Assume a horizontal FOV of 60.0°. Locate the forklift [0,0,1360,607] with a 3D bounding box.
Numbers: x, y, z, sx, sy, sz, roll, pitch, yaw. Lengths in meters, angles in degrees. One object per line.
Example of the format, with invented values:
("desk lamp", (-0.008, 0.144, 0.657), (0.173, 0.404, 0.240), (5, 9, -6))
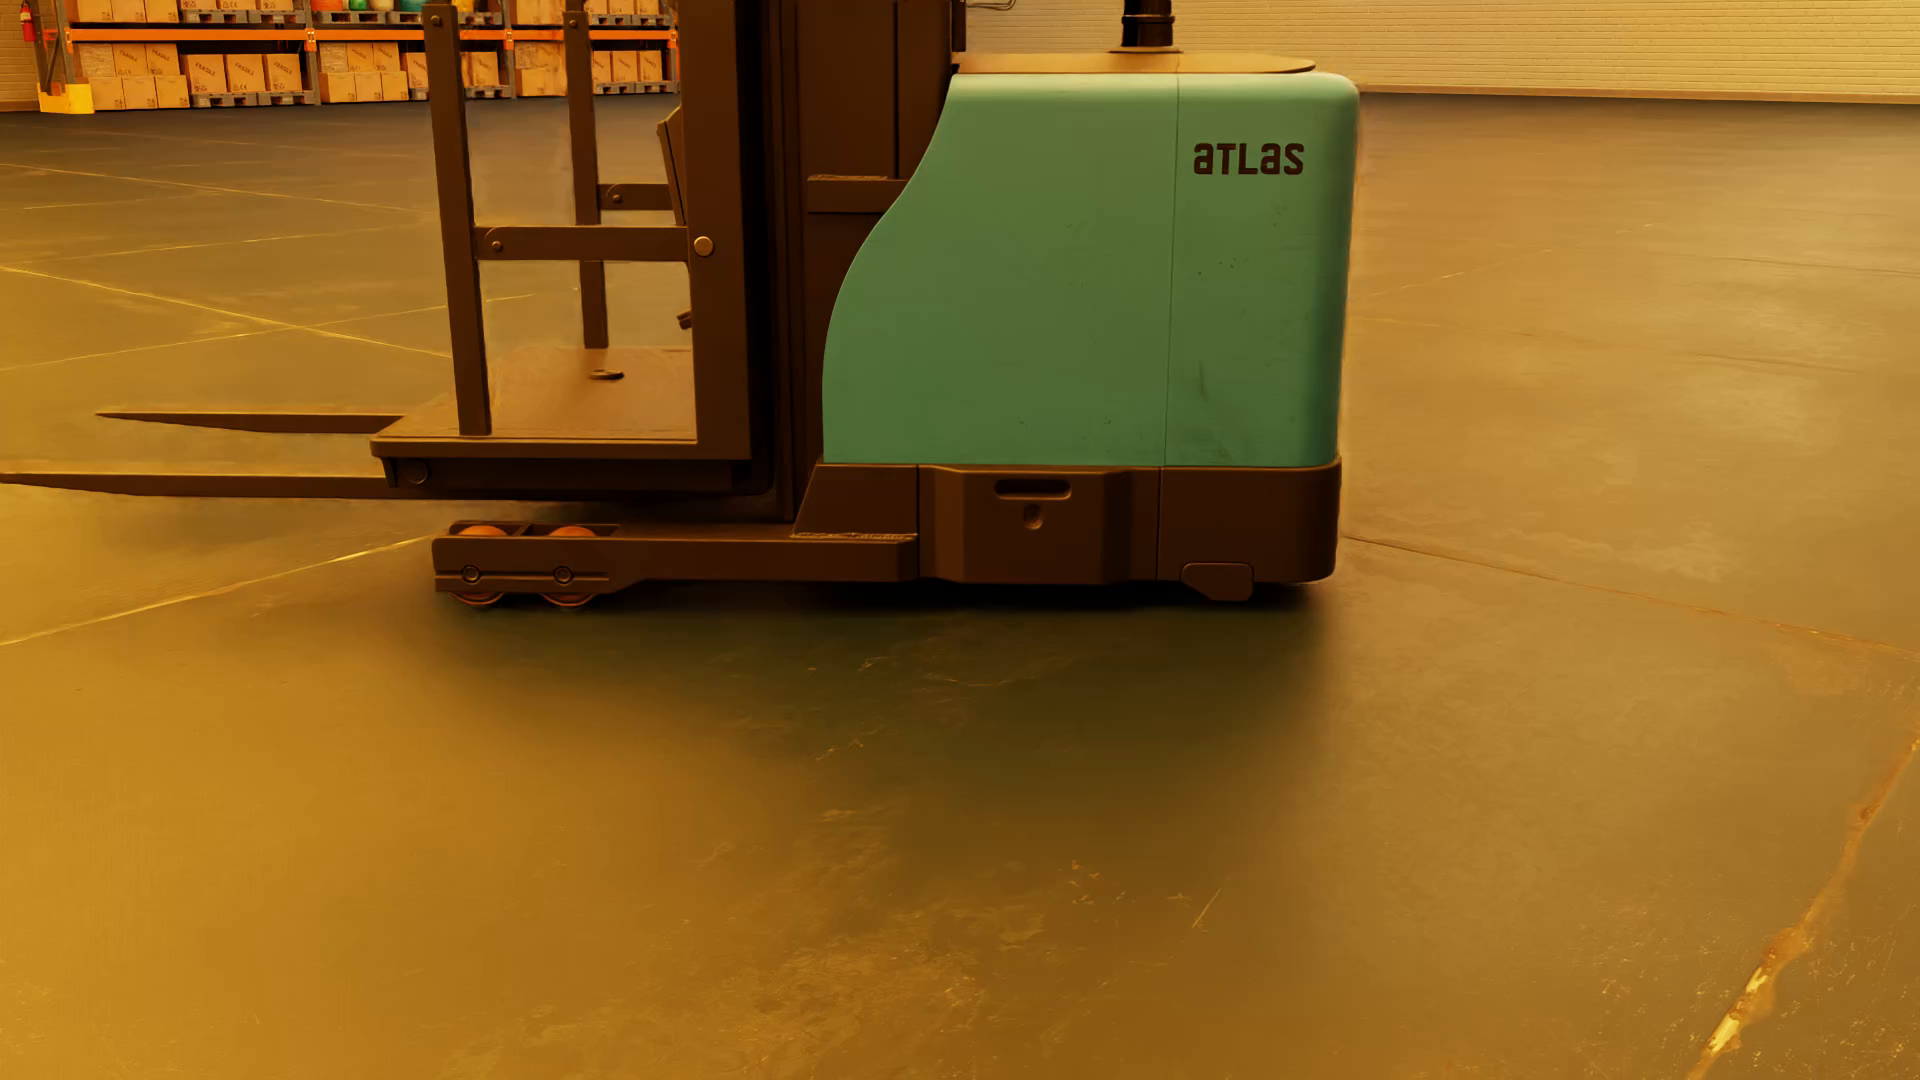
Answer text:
("forklift", (-0.708, -1.415, 3.557), (3.031, 2.935, 1.130), (1, 17, 2))
